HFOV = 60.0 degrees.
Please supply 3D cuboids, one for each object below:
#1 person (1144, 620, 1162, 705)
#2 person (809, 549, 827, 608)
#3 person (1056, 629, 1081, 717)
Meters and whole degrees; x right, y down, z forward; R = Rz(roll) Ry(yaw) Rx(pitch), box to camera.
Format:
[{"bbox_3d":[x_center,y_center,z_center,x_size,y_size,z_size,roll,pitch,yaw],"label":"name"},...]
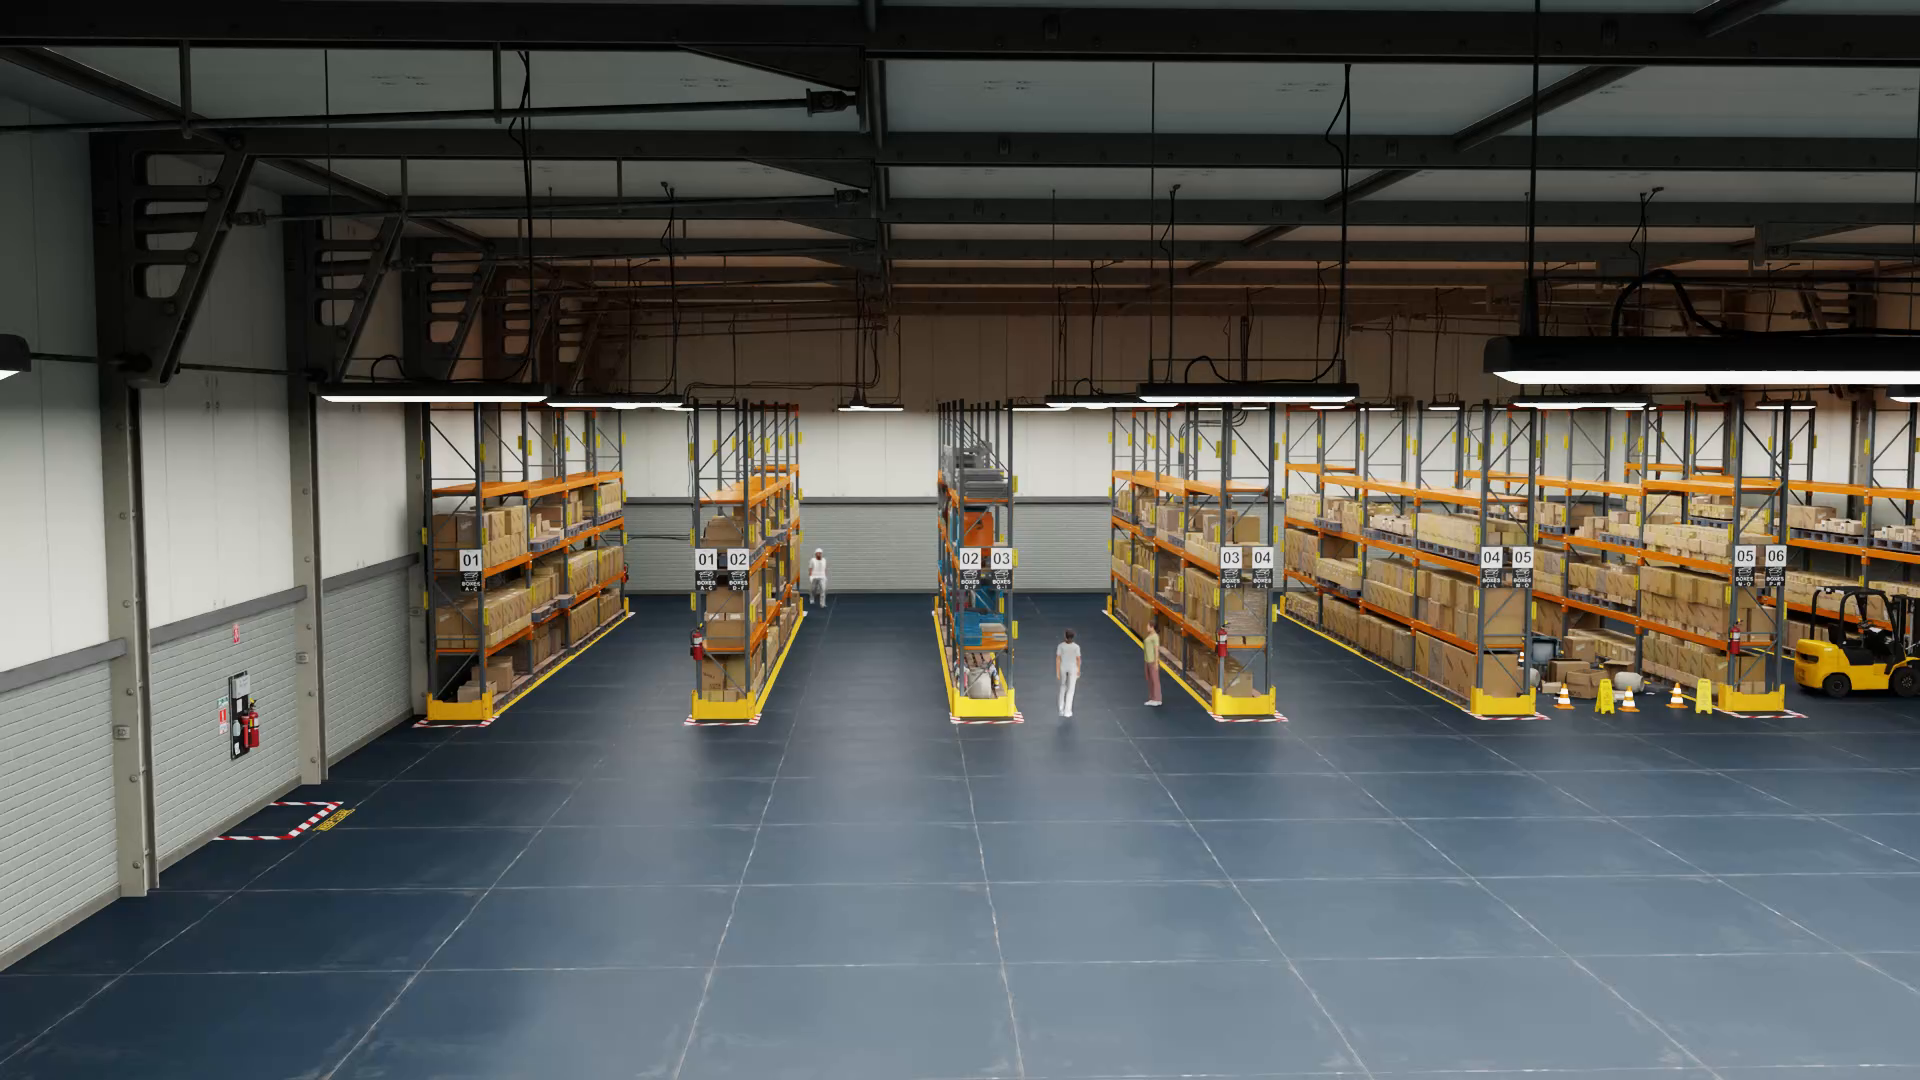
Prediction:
[{"bbox_3d":[3.795,2.421,32.634,0.355,1.708,0.542,-1,4,-12],"label":"person"},{"bbox_3d":[-4.188,1.125,49.216,0.599,1.748,1.012,-1,5,-16],"label":"person"},{"bbox_3d":[2.070,2.503,31.383,0.443,1.687,0.439,2,5,23],"label":"person"}]
